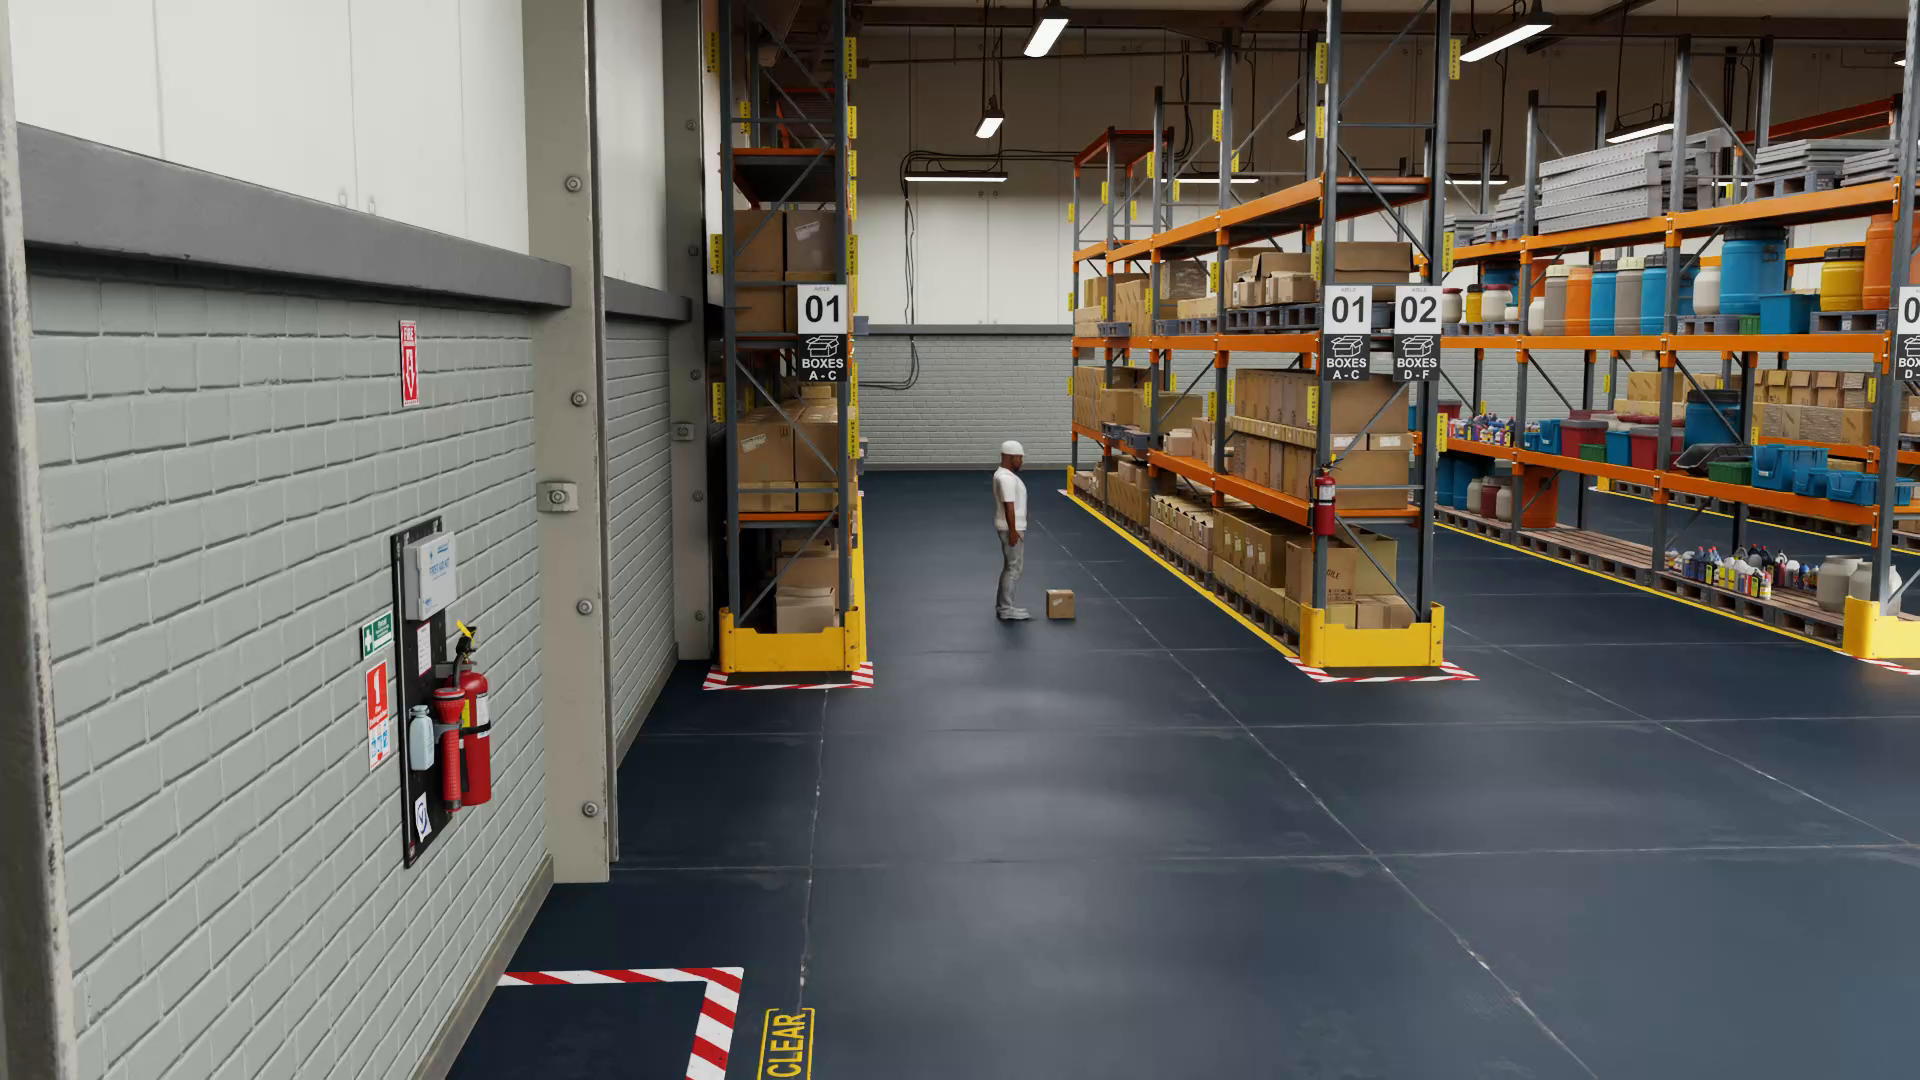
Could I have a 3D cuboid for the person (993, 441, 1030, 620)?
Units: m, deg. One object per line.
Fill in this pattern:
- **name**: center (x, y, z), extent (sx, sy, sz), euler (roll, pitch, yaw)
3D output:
- **person**: center (0.505, -0.108, 16.554), extent (0.361, 1.762, 0.566), euler (0, 7, -3)
